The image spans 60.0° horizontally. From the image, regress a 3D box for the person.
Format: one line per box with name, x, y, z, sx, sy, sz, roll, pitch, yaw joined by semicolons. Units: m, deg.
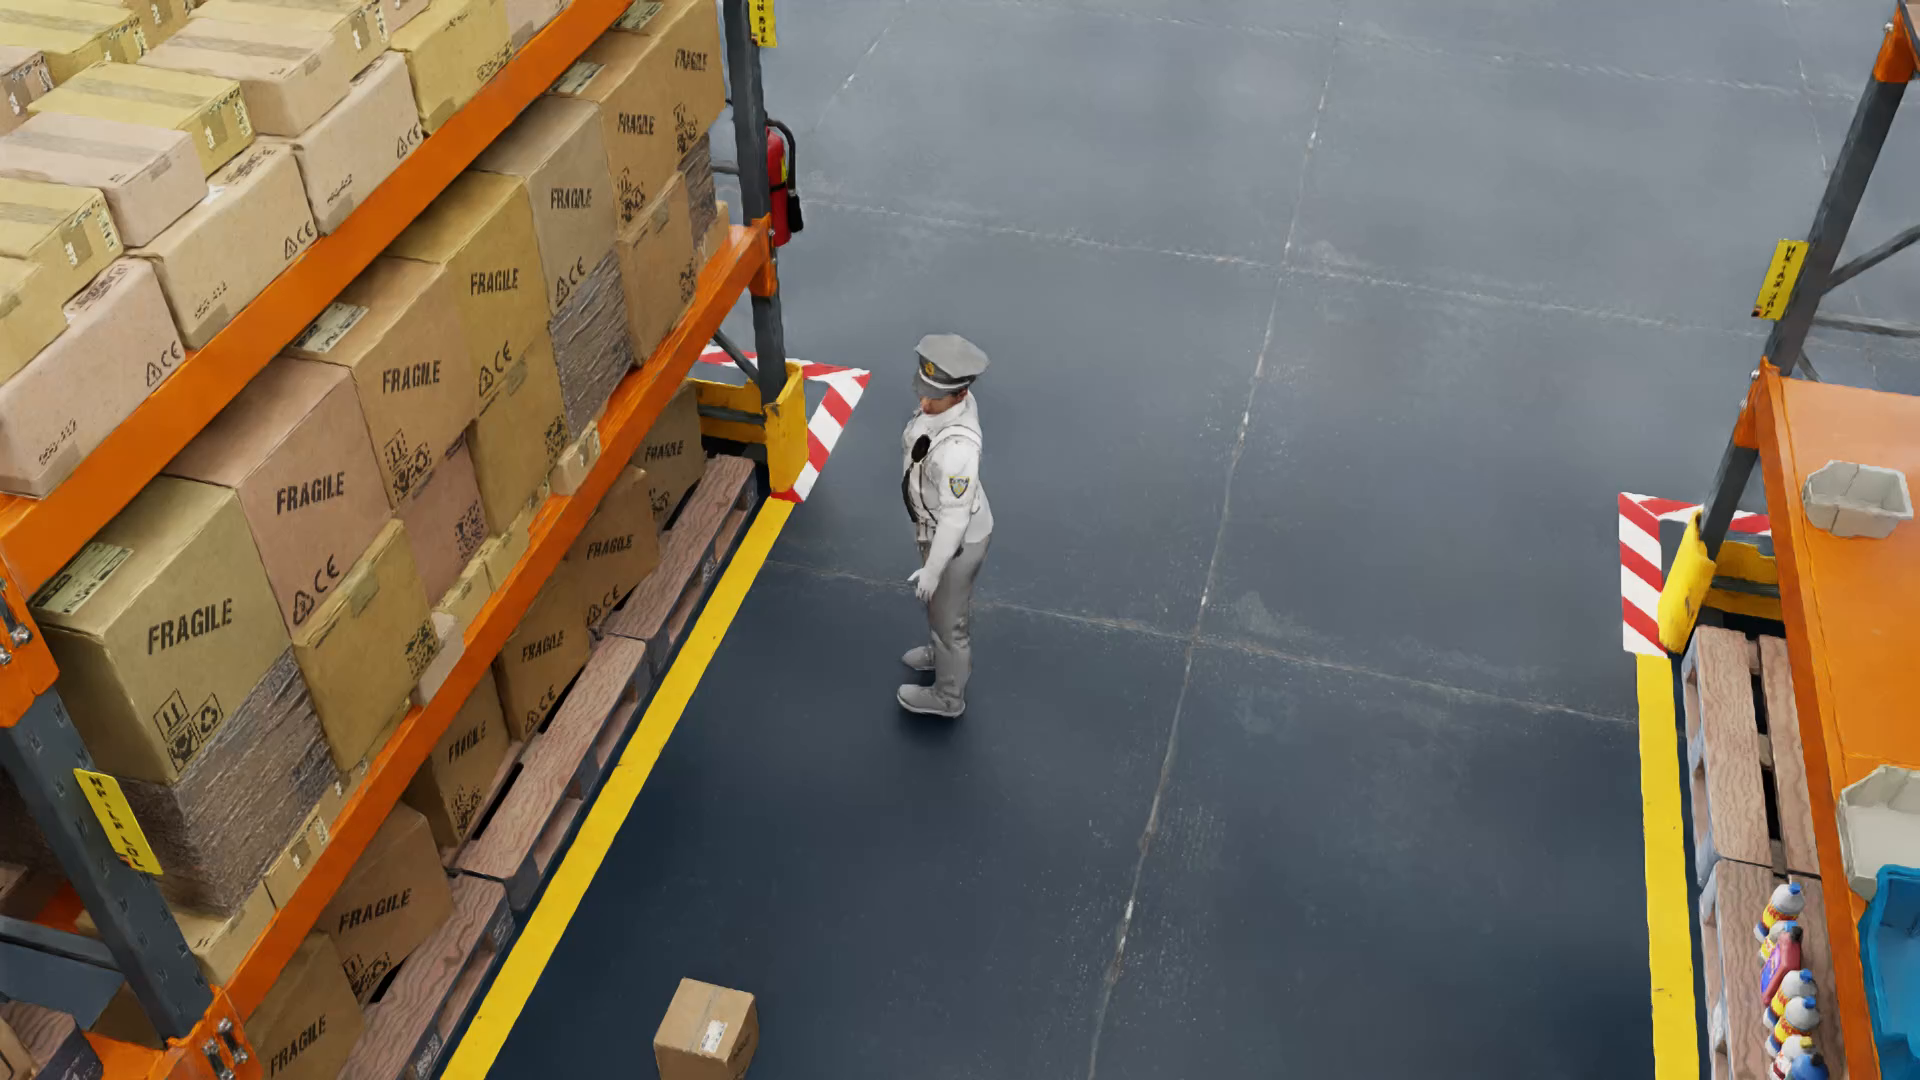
person;-0.070;-0.014;6.168;0.375;1.720;0.531;-4;41;-4
